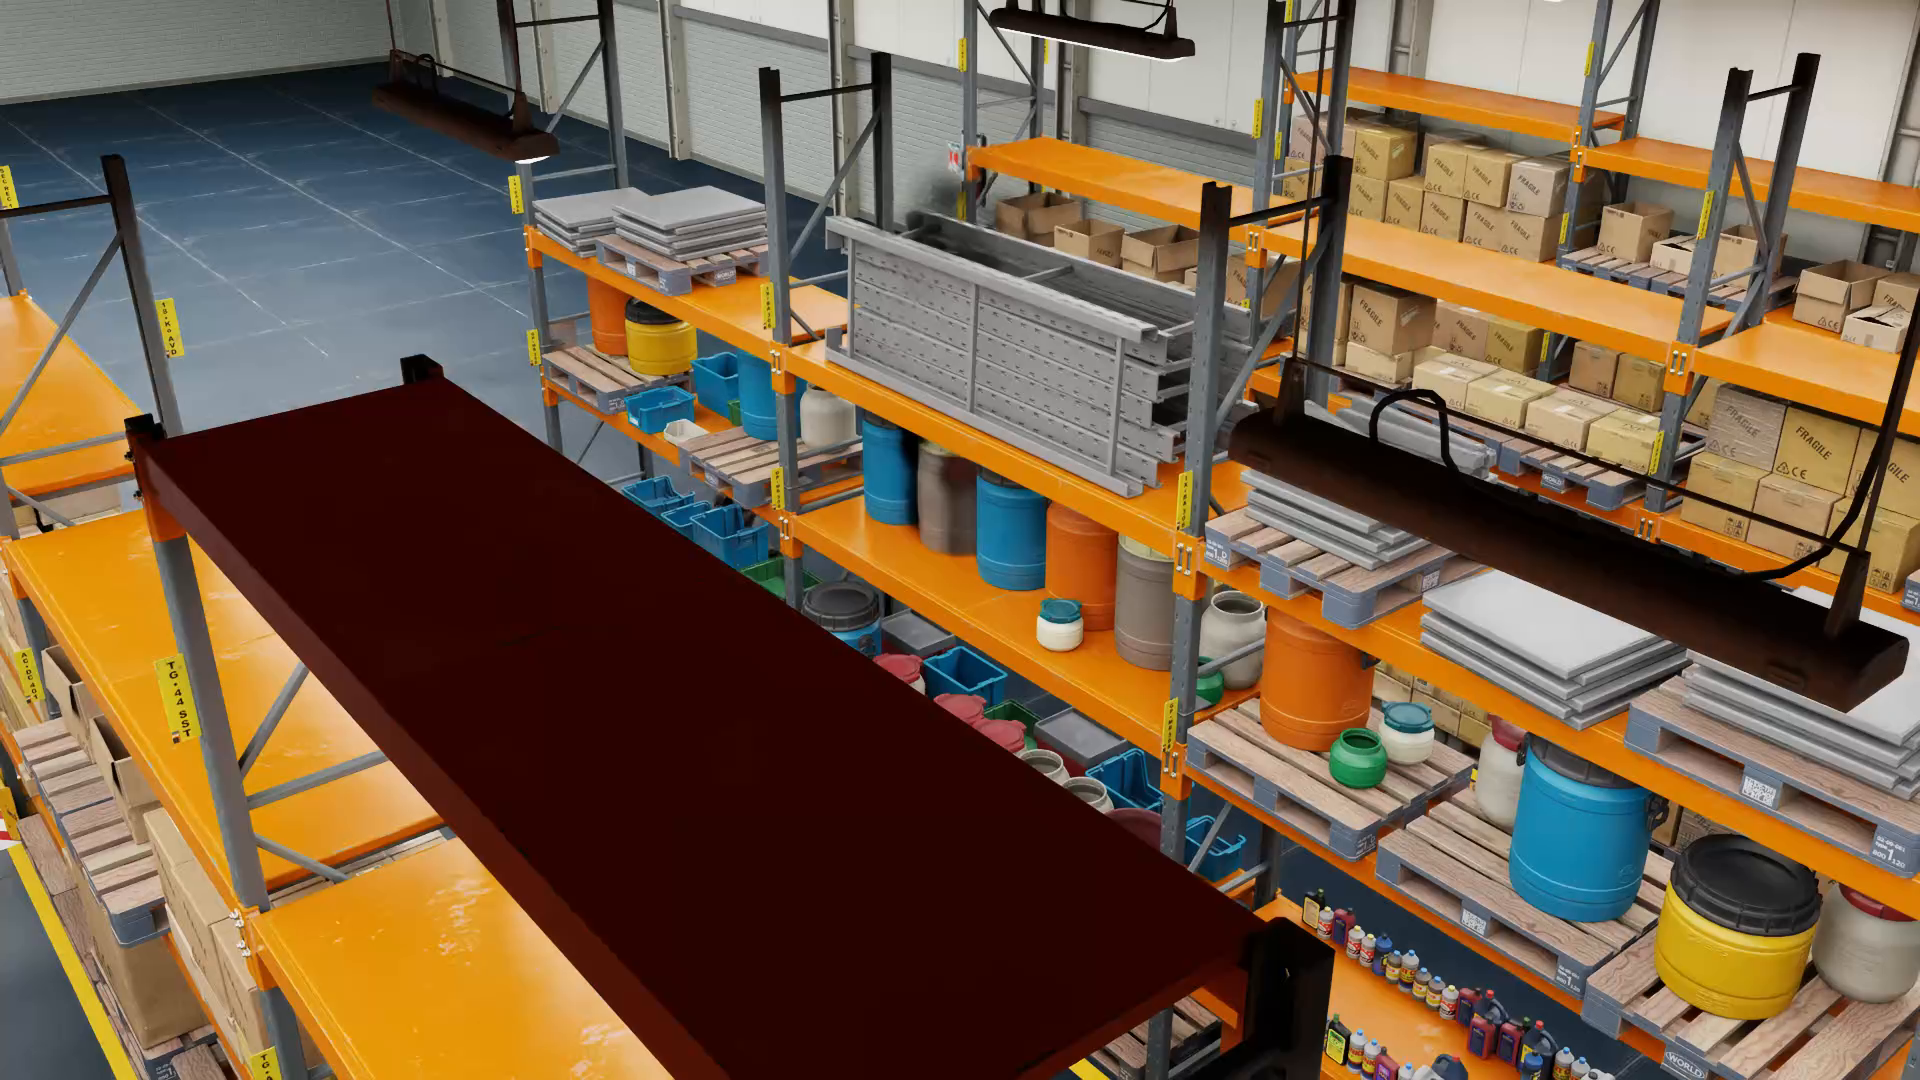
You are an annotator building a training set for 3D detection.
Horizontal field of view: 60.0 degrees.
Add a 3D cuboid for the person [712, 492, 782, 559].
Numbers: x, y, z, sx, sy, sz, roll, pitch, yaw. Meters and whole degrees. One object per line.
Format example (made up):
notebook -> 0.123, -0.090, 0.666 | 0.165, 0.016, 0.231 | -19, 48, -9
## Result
person -> -2.241, -0.280, 17.040 | 0.527, 1.630, 0.685 | 17, 30, 31
